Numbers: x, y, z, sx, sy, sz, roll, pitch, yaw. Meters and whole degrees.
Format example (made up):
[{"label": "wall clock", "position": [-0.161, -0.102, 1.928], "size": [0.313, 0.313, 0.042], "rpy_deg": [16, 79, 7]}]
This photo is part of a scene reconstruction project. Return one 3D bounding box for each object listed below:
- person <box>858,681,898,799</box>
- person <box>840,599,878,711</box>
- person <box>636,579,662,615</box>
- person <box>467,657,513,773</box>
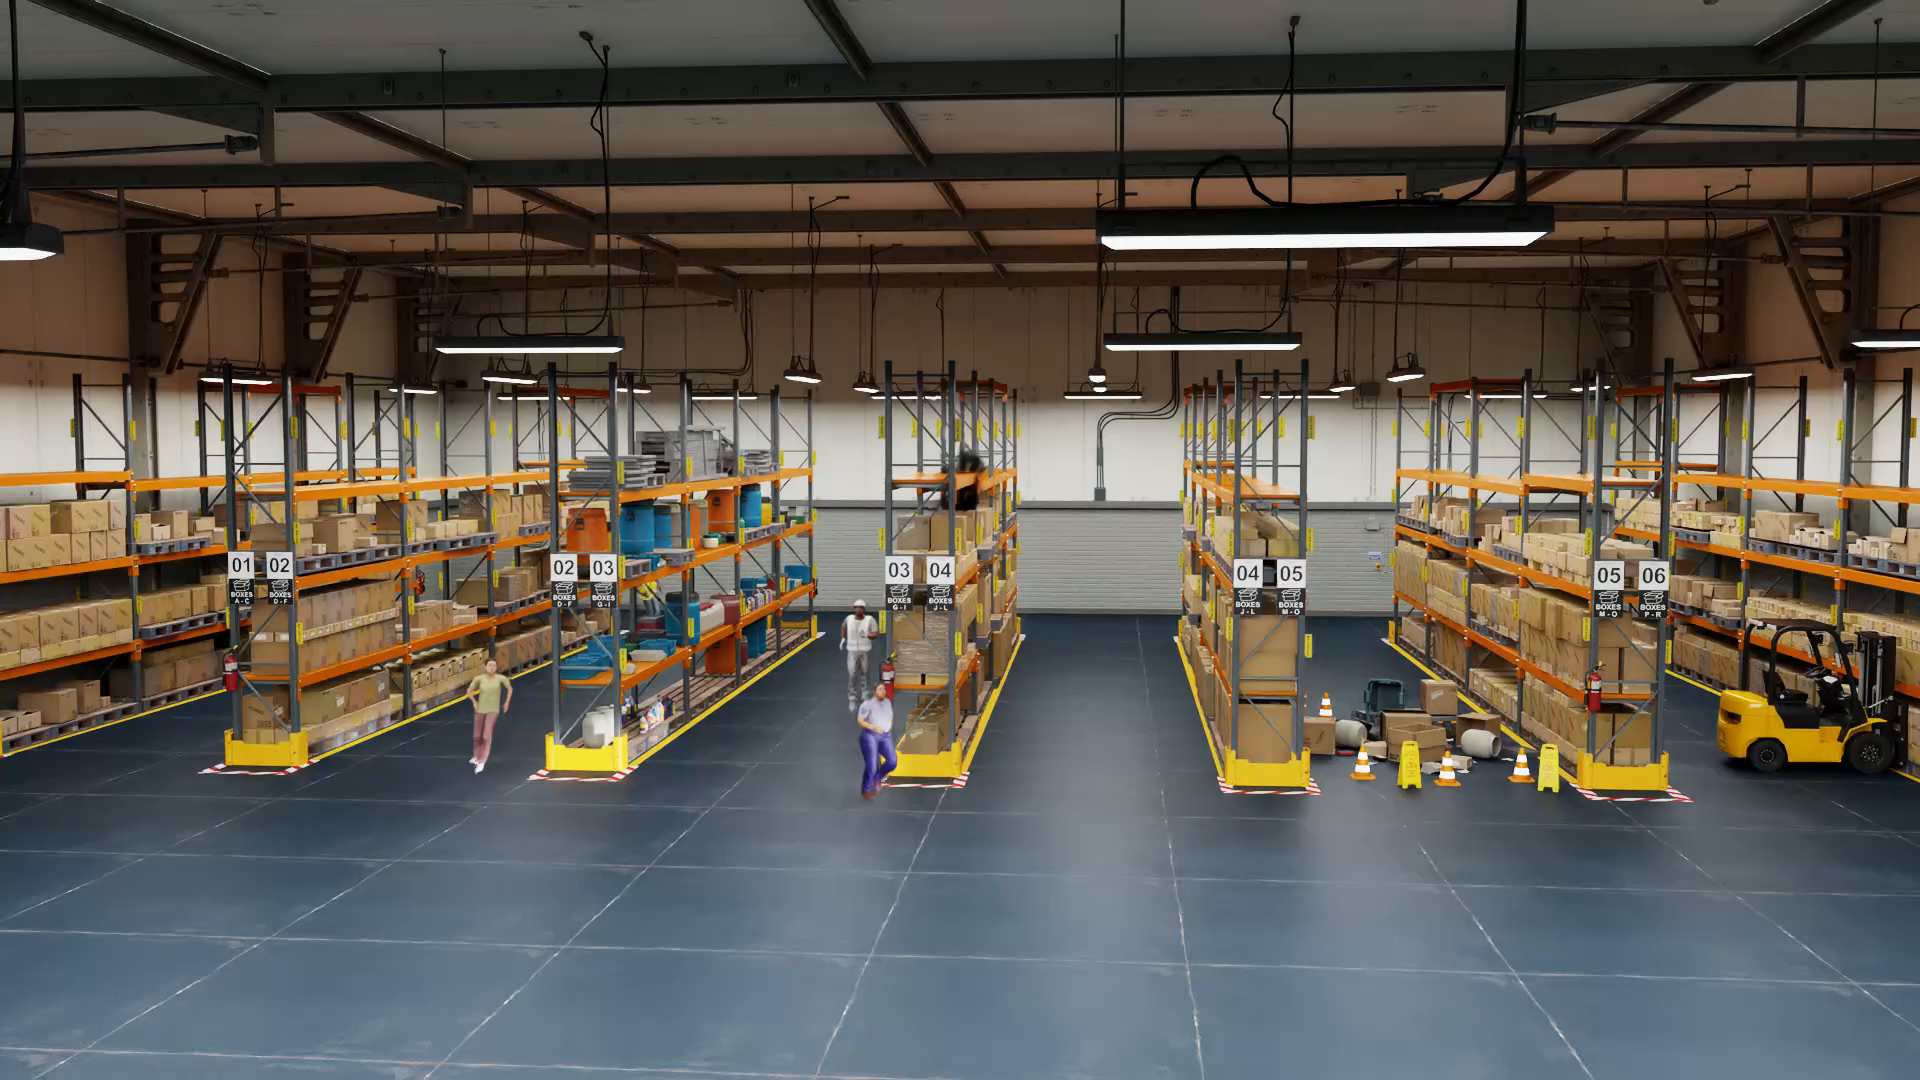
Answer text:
[{"label": "person", "position": [-1.087, 2.723, 22.625], "size": [0.646, 1.606, 0.608], "rpy_deg": [-3, 5, -36]}, {"label": "person", "position": [-1.739, 1.962, 28.649], "size": [0.670, 1.881, 0.773], "rpy_deg": [0, 4, 1]}, {"label": "person", "position": [-7.784, 1.438, 41.411], "size": [0.739, 1.712, 0.660], "rpy_deg": [-4, 5, -43]}, {"label": "person", "position": [-6.973, 2.568, 24.613], "size": [0.637, 1.682, 0.690], "rpy_deg": [0, 4, -5]}]
